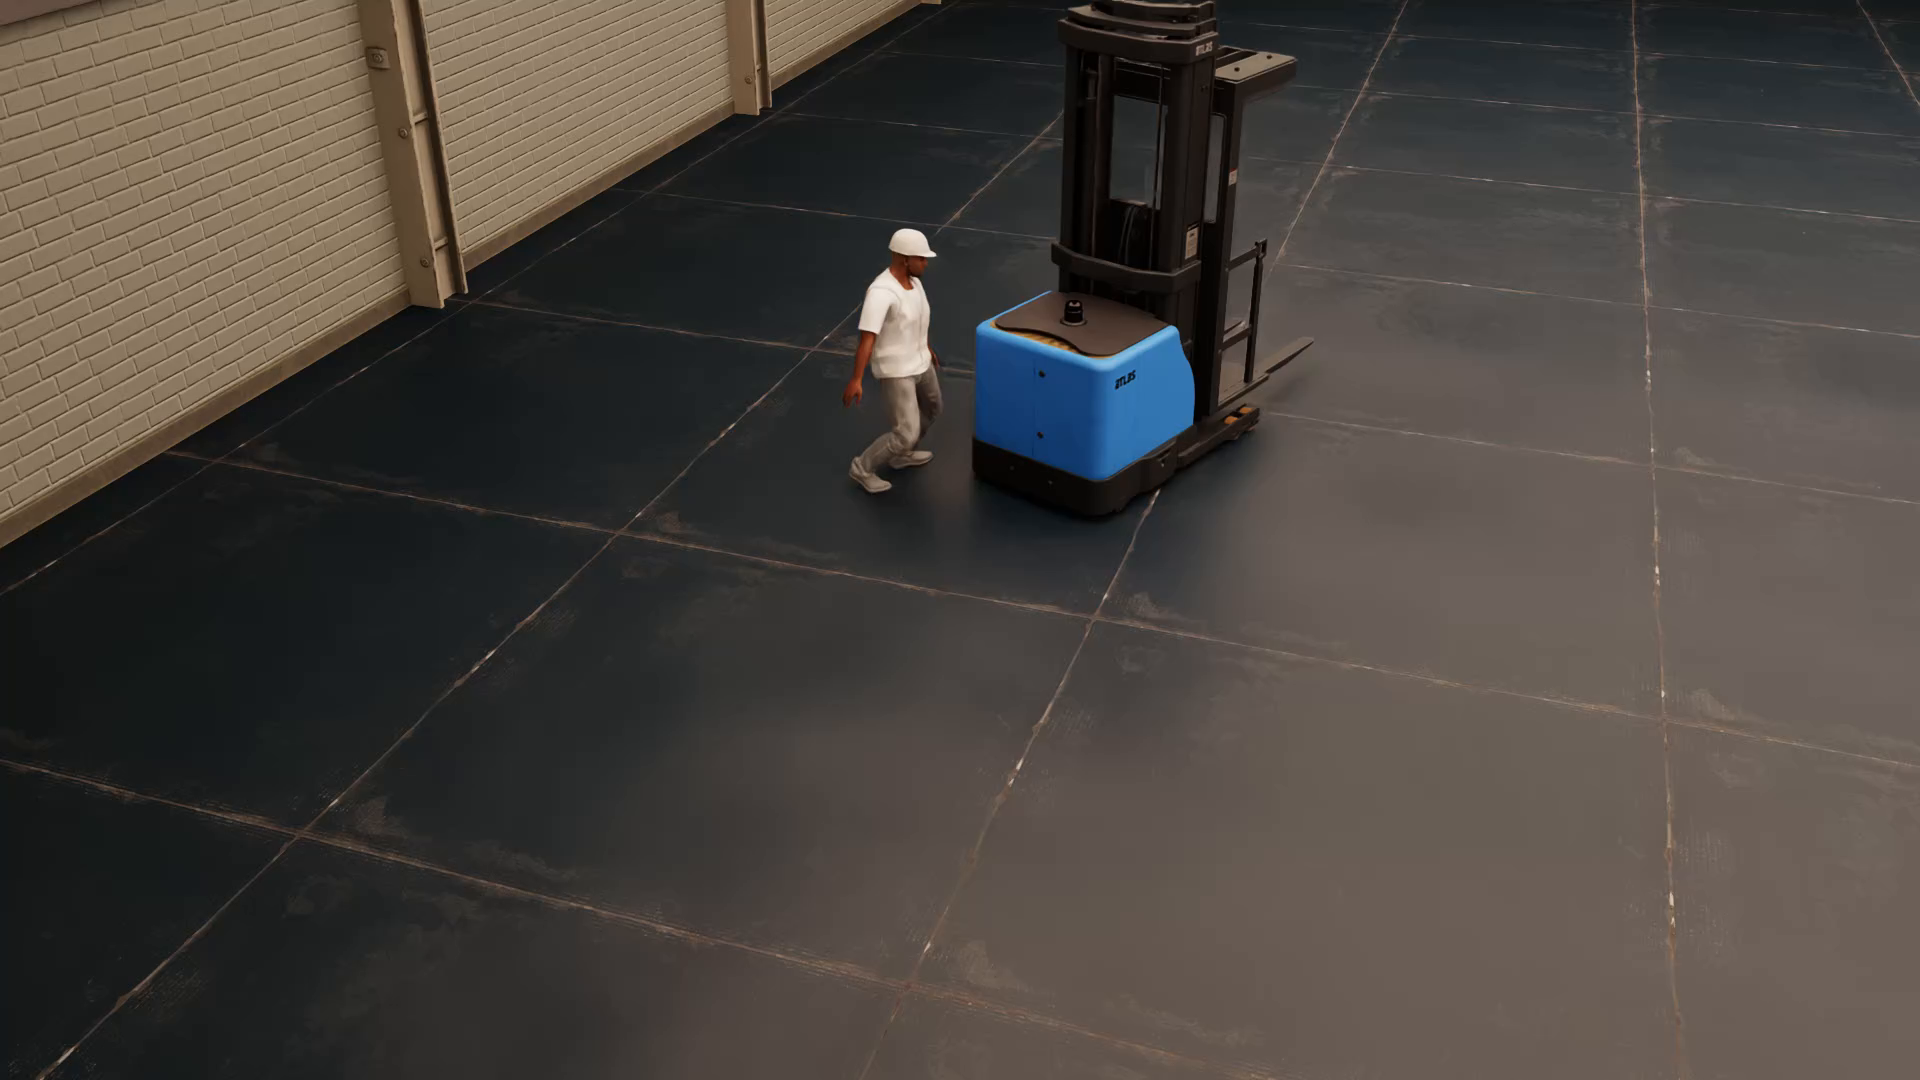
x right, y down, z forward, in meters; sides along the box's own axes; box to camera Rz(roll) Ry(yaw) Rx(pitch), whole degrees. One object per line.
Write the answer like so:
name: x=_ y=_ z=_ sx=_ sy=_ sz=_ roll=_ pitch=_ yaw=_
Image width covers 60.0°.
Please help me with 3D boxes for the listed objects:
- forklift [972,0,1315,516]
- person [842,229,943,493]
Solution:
forklift: x=1.399 y=-2.084 z=10.793 sx=1.130 sy=2.935 sz=3.031 roll=22 pitch=36 yaw=33
person: x=-0.419 y=-1.089 z=10.314 sx=0.492 sy=1.683 sz=0.934 roll=13 pitch=32 yaw=22
